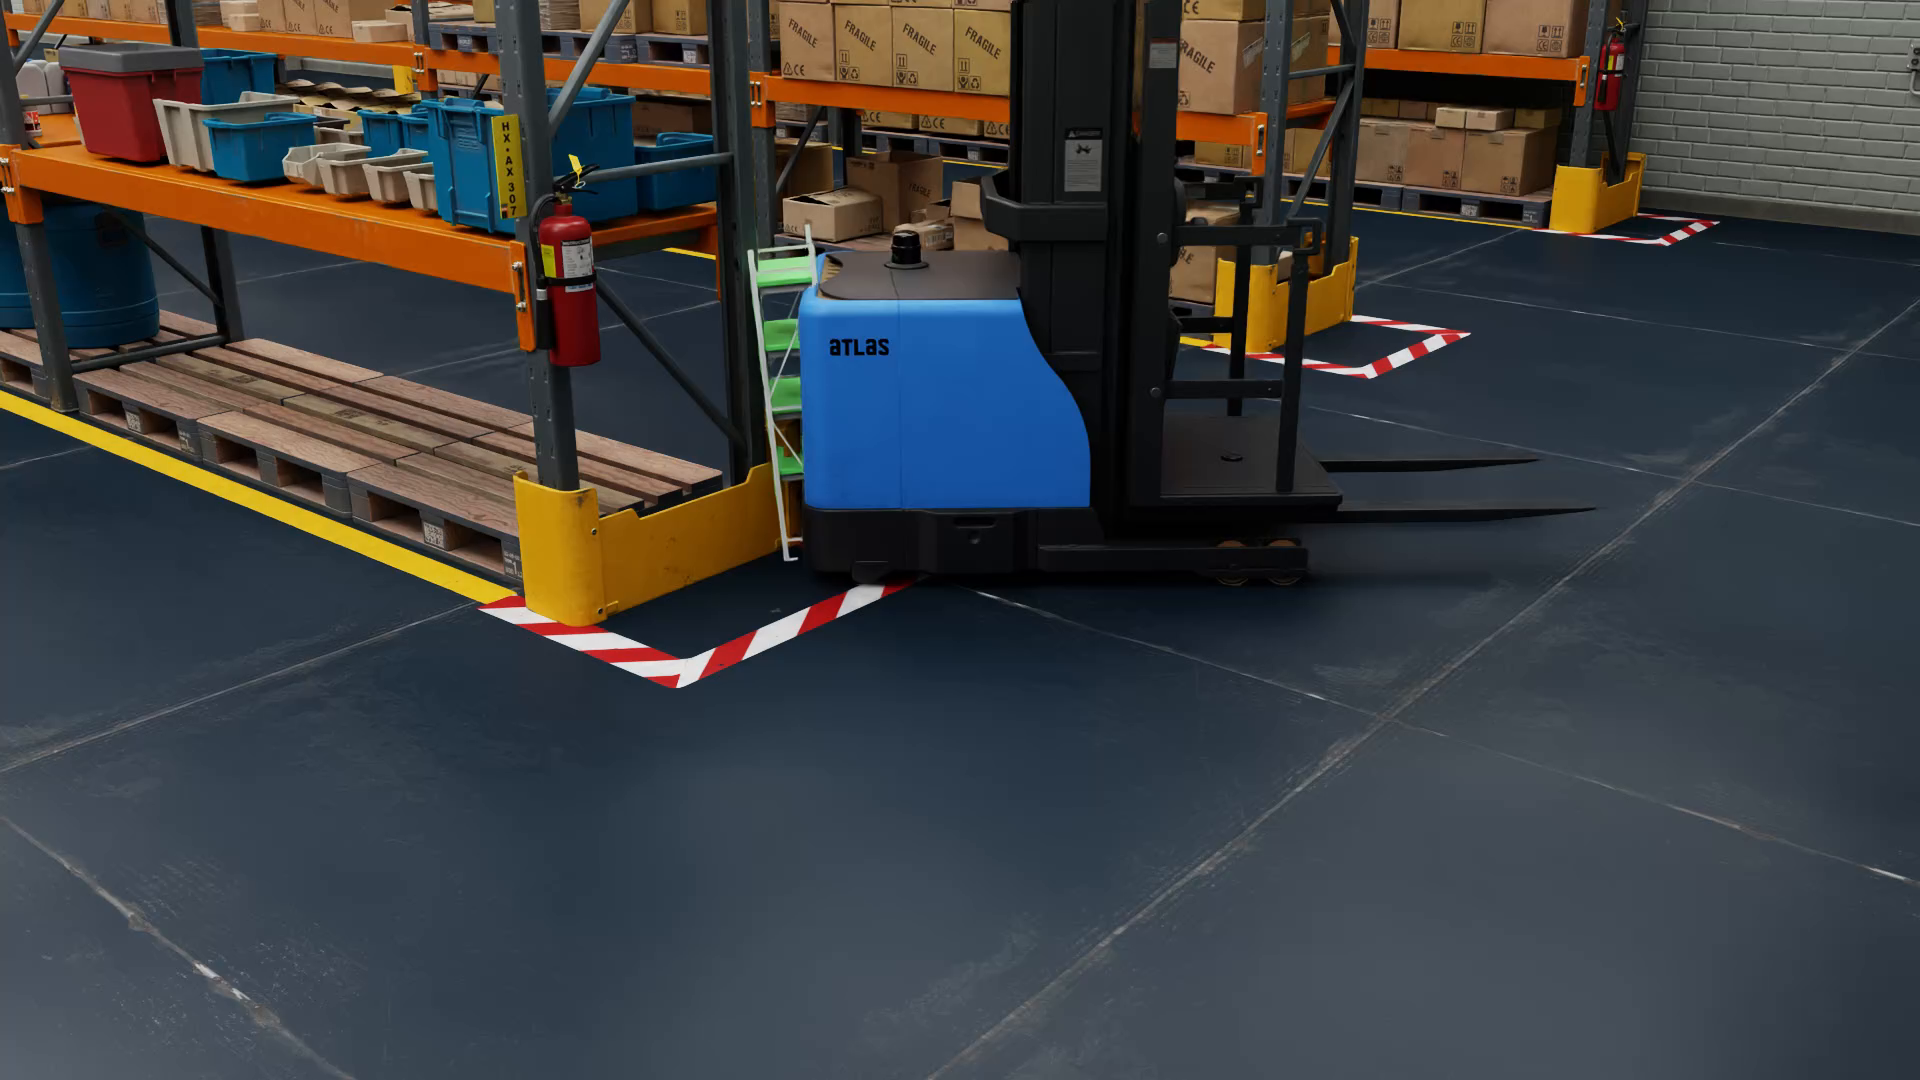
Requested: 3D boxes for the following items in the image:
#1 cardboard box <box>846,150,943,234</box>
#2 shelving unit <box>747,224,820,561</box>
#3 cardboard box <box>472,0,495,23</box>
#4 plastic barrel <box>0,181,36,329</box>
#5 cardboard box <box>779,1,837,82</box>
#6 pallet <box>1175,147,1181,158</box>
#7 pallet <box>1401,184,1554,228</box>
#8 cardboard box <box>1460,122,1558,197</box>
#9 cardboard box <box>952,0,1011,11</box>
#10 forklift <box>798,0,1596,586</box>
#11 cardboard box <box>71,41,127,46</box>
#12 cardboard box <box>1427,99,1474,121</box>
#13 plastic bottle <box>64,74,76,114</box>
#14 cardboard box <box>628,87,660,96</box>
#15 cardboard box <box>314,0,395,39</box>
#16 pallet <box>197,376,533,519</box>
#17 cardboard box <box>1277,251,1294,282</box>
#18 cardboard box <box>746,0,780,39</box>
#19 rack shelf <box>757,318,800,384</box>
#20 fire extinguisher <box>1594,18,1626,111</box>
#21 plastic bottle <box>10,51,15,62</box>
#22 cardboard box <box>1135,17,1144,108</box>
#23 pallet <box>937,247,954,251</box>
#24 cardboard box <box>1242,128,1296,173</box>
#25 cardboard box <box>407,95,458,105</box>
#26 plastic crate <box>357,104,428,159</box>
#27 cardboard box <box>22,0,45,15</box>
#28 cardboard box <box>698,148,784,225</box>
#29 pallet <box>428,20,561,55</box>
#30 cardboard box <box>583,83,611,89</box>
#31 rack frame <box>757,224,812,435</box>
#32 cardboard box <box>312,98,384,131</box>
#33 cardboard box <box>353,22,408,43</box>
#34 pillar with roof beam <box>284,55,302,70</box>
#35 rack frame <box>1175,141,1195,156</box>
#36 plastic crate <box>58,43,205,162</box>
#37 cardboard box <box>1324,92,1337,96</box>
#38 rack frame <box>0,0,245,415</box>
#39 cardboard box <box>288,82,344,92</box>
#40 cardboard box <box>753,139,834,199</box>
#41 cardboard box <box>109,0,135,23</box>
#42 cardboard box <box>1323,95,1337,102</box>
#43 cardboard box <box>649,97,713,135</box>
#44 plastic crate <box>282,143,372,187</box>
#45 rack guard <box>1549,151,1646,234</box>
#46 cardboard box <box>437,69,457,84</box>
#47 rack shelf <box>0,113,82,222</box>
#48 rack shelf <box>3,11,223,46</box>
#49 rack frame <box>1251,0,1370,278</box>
[{"bbox_3d":[-0.469,-2.520,12.018,0.500,0.500,0.500,16,26,36],"label":"cardboard box"},{"bbox_3d":[-0.632,-0.576,6.450,0.258,1.200,0.503,-6,20,-5],"label":"shelving unit"},{"bbox_3d":[-3.630,-4.559,13.770,0.500,0.500,0.700,7,22,18],"label":"cardboard box"},{"bbox_3d":[-5.184,-1.678,9.247,0.708,0.901,0.600,16,26,36],"label":"plastic barrel"},{"bbox_3d":[-0.867,-3.392,11.269,0.500,0.500,0.500,17,26,38],"label":"cardboard box"},{"bbox_3d":[1.394,-3.735,16.273,1.213,0.211,1.003,16,26,36],"label":"pallet"},{"bbox_3d":[4.469,-2.848,13.921,1.213,0.211,1.003,16,26,36],"label":"pallet"},{"bbox_3d":[4.533,-3.151,13.721,0.500,0.500,0.700,16,26,36],"label":"cardboard box"},{"bbox_3d":[0.296,-3.521,10.195,0.500,0.500,0.500,17,27,38],"label":"cardboard box"},{"bbox_3d":[0.913,-1.386,6.191,3.031,2.935,1.130,-1,21,-2],"label":"forklift"},{"bbox_3d":[-9.783,-5.433,19.063,0.500,0.500,0.500,16,26,36],"label":"cardboard box"},{"bbox_3d":[4.170,-3.650,14.125,0.250,0.149,0.380,16,26,37],"label":"cardboard box"},{"bbox_3d":[-4.927,-2.522,9.270,0.133,0.283,0.061,16,26,36],"label":"plastic bottle"},{"bbox_3d":[-3.578,-5.549,20.052,0.500,0.500,0.700,17,27,38],"label":"cardboard box"},{"bbox_3d":[-5.499,-4.842,15.116,0.500,0.500,0.500,14,25,33],"label":"cardboard box"},{"bbox_3d":[-2.681,-0.450,7.561,1.213,0.211,1.003,16,26,36],"label":"pallet"},{"bbox_3d":[1.902,-1.700,10.342,0.250,0.149,0.380,16,26,36],"label":"cardboard box"},{"bbox_3d":[-1.315,-3.943,12.137,0.500,0.500,0.700,7,22,18],"label":"cardboard box"},{"bbox_3d":[-0.645,-0.741,6.391,0.258,0.148,0.480,-6,20,-5],"label":"rack shelf"},{"bbox_3d":[4.963,-3.625,12.668,0.183,0.674,0.296,16,26,36],"label":"fire extinguisher"},{"bbox_3d":[-5.512,-2.703,9.654,0.185,0.351,0.144,16,26,36],"label":"plastic bottle"},{"bbox_3d":[1.086,-2.828,9.774,0.500,0.500,0.500,16,26,37],"label":"cardboard box"},{"bbox_3d":[0.391,-1.803,11.149,1.213,0.211,1.003,16,26,36],"label":"pallet"},{"bbox_3d":[2.941,-3.607,14.930,0.500,0.500,0.700,16,26,36],"label":"cardboard box"},{"bbox_3d":[-4.821,-3.910,15.292,0.500,0.311,0.500,15,26,35],"label":"cardboard box"},{"bbox_3d":[-2.362,-1.743,7.191,0.300,0.233,0.416,16,26,36],"label":"plastic crate"},{"bbox_3d":[-10.033,-6.149,18.582,0.500,0.500,0.700,16,26,36],"label":"cardboard box"},{"bbox_3d":[-1.653,-2.601,12.234,0.500,0.500,0.500,16,26,36],"label":"cardboard box"},{"bbox_3d":[-3.619,-4.204,13.836,1.003,0.211,1.213,16,26,36],"label":"pallet"},{"bbox_3d":[-4.592,-5.664,20.829,0.250,0.166,0.380,12,24,29],"label":"cardboard box"},{"bbox_3d":[-0.660,-0.655,6.679,0.240,1.200,0.015,-6,20,-5],"label":"rack frame"},{"bbox_3d":[-5.546,-3.875,15.199,0.500,0.311,0.500,16,26,36],"label":"cardboard box"},{"bbox_3d":[-5.060,-4.433,14.529,0.250,0.149,0.380,16,26,36],"label":"cardboard box"},{"bbox_3d":[-13.538,-10.614,22.062,0.400,9.000,9.100,16,26,36],"label":"pillar with roof beam"},{"bbox_3d":[2.039,-4.888,15.379,0.127,3.000,1.000,16,26,36],"label":"rack frame"},{"bbox_3d":[-3.692,-1.970,7.466,0.583,0.464,0.402,16,26,36],"label":"plastic crate"},{"bbox_3d":[3.376,-3.878,14.729,0.250,0.149,0.380,16,26,37],"label":"cardboard box"},{"bbox_3d":[-4.225,-2.180,8.197,0.127,3.000,1.000,16,26,36],"label":"rack frame"},{"bbox_3d":[-6.386,-4.364,16.496,0.500,0.311,0.500,17,26,38],"label":"cardboard box"},{"bbox_3d":[-1.311,-2.744,12.612,0.500,0.500,0.500,15,25,34],"label":"cardboard box"},{"bbox_3d":[-8.434,-5.691,17.366,0.500,0.500,0.700,17,26,37],"label":"cardboard box"},{"bbox_3d":[3.108,-3.781,14.471,0.250,0.149,0.380,15,25,35],"label":"cardboard box"},{"bbox_3d":[-2.085,-3.318,13.071,0.500,0.250,0.500,16,26,36],"label":"cardboard box"},{"bbox_3d":[-2.560,-1.510,6.709,0.250,0.136,0.298,16,26,36],"label":"plastic crate"},{"bbox_3d":[5.157,-2.821,13.439,0.348,0.500,1.175,16,26,36],"label":"rack guard"},{"bbox_3d":[-6.778,-6.334,22.401,0.500,0.311,0.500,13,24,30],"label":"cardboard box"},{"bbox_3d":[-5.774,-2.289,9.508,4.000,0.370,1.077,16,26,36],"label":"rack shelf"},{"bbox_3d":[-8.837,-5.427,17.829,4.000,0.370,1.077,16,26,36],"label":"rack shelf"},{"bbox_3d":[2.009,-2.641,9.419,0.127,3.000,1.000,16,26,36],"label":"rack frame"}]
